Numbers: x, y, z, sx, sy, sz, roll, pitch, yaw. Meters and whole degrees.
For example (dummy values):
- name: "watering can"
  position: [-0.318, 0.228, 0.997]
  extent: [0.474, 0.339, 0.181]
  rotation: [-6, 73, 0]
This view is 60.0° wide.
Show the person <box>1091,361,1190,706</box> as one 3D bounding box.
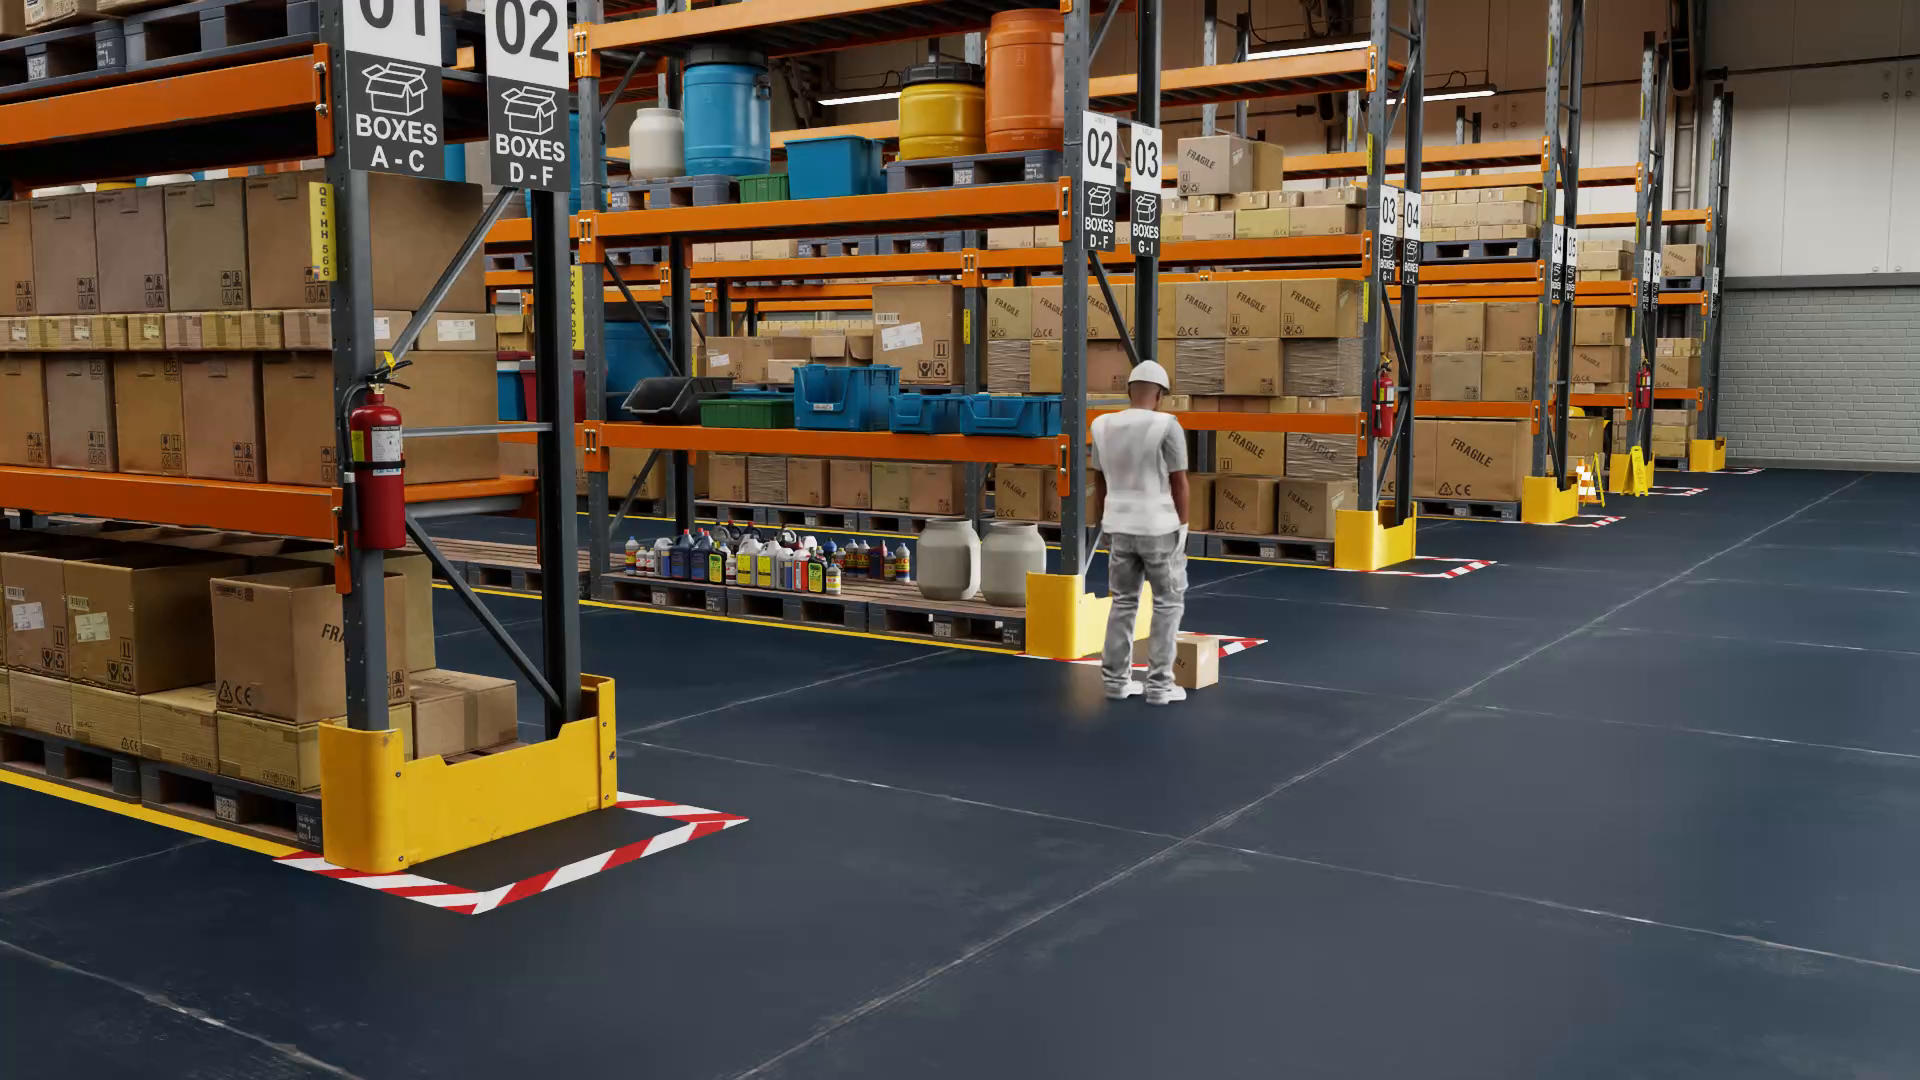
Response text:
- name: "person"
  position: [0.946, -0.045, 8.638]
  extent: [0.557, 1.763, 0.389]
  rotation: [5, 8, 37]
